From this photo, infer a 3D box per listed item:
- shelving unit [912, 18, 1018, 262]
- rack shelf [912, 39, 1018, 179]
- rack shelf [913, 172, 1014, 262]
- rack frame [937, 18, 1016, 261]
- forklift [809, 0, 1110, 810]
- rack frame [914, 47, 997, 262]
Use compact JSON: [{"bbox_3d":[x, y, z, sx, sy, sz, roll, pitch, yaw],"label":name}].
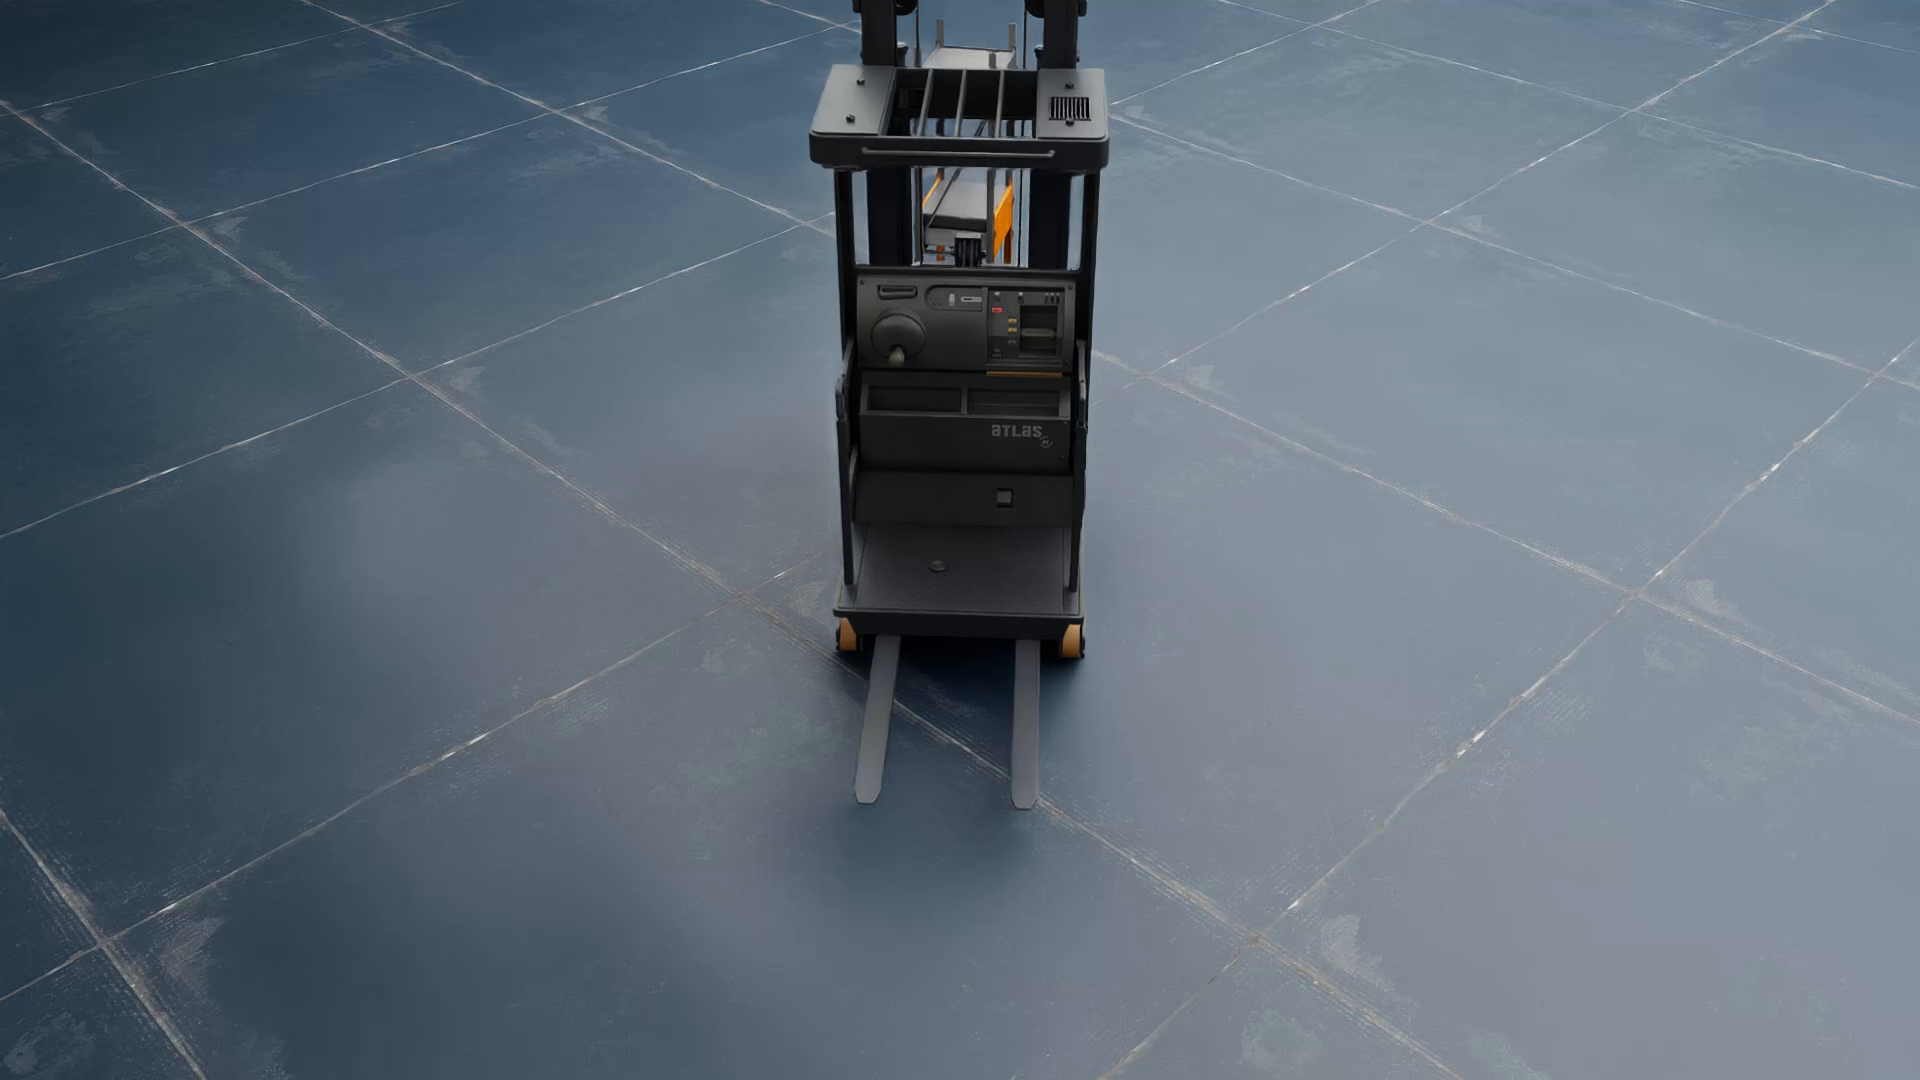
[{"bbox_3d":[0.024,-1.580,8.668,0.431,2.100,0.503,7,34,10],"label":"shelving unit"},{"bbox_3d":[0.027,-2.152,8.290,0.431,0.518,0.480,7,34,10],"label":"rack shelf"},{"bbox_3d":[0.024,-1.568,8.676,0.431,0.518,0.480,7,34,10],"label":"rack shelf"},{"bbox_3d":[0.077,-1.711,8.867,0.400,2.100,0.015,7,34,10],"label":"rack frame"},{"bbox_3d":[0.015,-0.861,6.922,1.130,2.935,3.031,2,35,2],"label":"forklift"},{"bbox_3d":[-0.029,-1.448,8.469,0.400,2.100,0.015,7,34,10],"label":"rack frame"}]
